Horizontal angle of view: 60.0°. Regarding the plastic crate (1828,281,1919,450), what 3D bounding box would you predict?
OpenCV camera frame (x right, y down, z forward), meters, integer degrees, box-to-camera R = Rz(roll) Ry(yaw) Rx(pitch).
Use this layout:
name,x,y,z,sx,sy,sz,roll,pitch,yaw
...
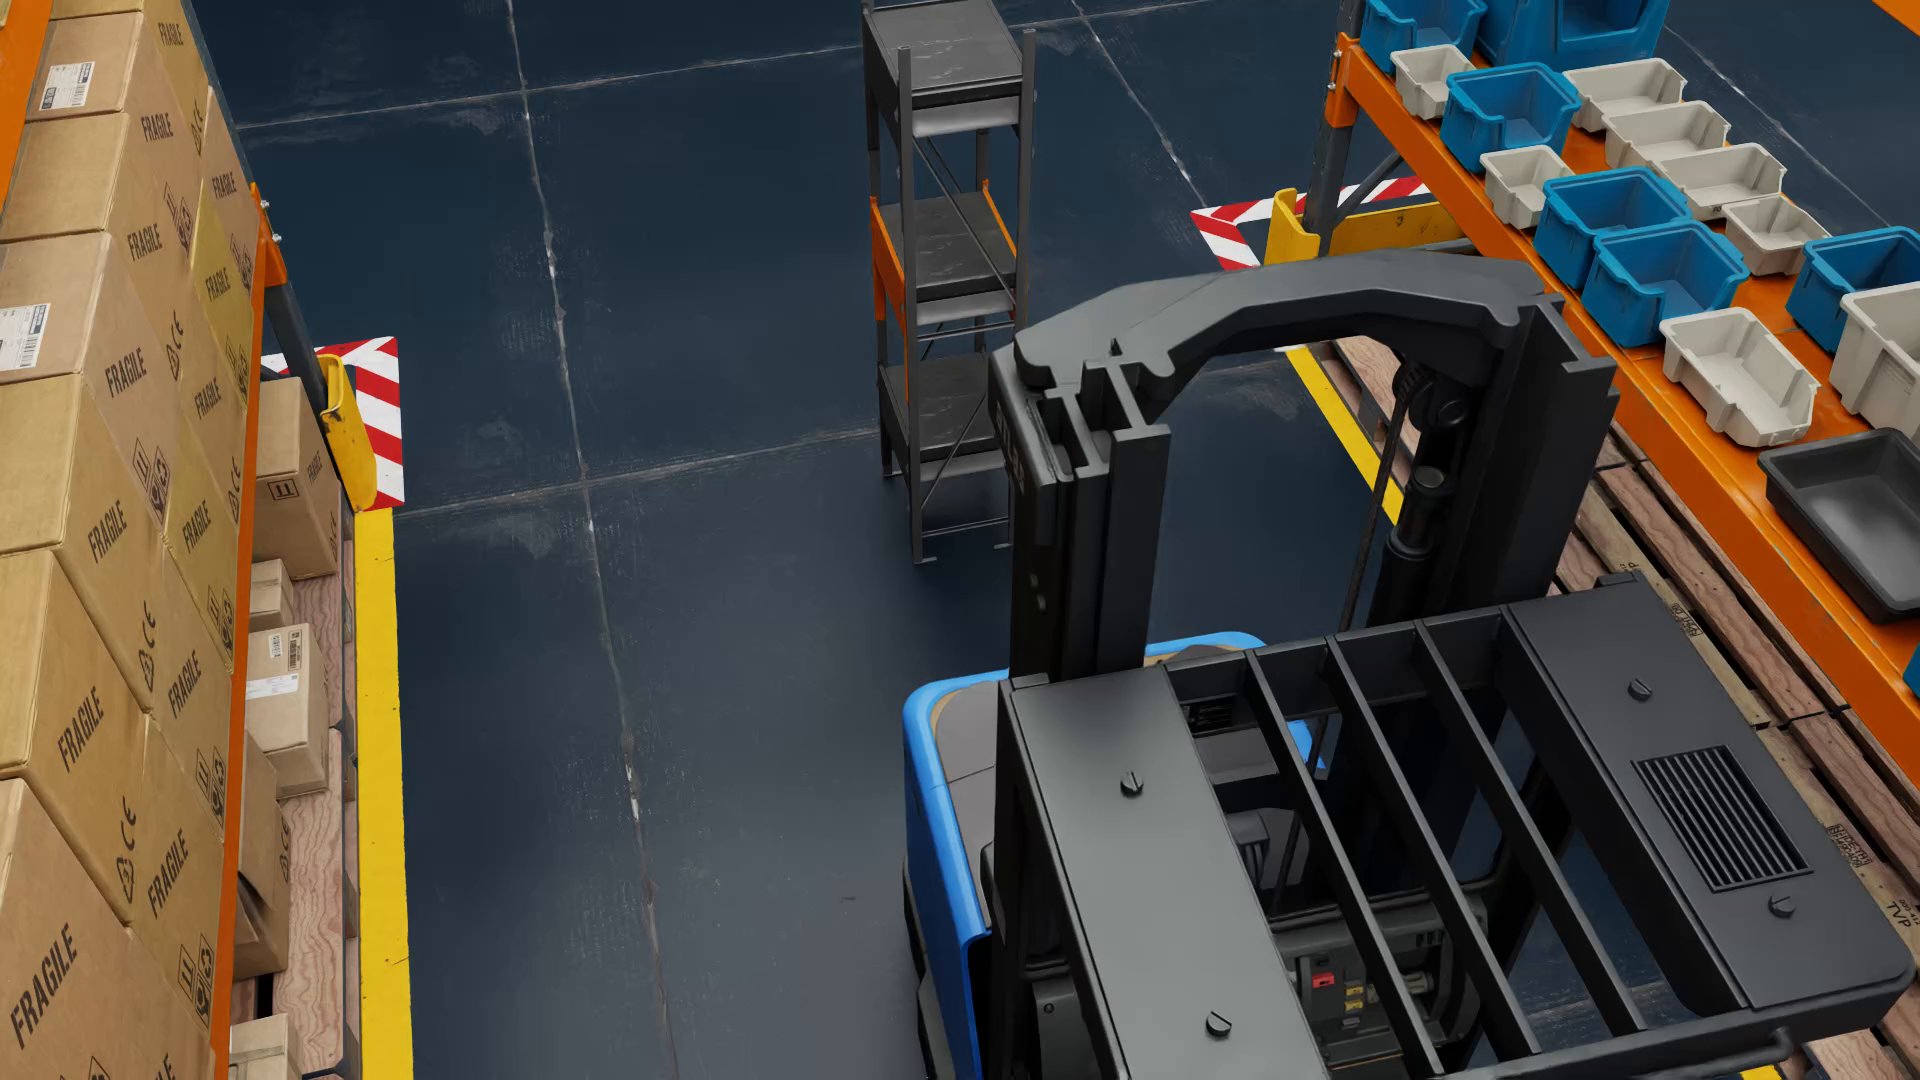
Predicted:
name,x,y,z,sx,sy,sz,roll,pitch,yaw
plastic crate,2.740,-0.444,4.626,0.437,0.282,0.530,-11,47,-10

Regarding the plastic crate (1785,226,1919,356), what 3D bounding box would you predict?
name,x,y,z,sx,sy,sz,roll,pitch,yaw
plastic crate,2.702,-0.729,4.940,0.416,0.233,0.300,-11,47,-10

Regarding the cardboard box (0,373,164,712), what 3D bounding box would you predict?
name,x,y,z,sx,sy,sz,roll,pitch,yaw
cardboard box,-1.949,0.054,3.327,0.500,0.500,0.500,-12,47,-11

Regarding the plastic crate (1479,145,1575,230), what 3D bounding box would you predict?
name,x,y,z,sx,sy,sz,roll,pitch,yaw
plastic crate,1.849,-1.131,5.401,0.250,0.136,0.298,-11,47,-10

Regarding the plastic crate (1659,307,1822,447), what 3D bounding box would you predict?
name,x,y,z,sx,sy,sz,roll,pitch,yaw
plastic crate,2.216,-0.452,4.736,0.293,0.136,0.466,-11,47,-10

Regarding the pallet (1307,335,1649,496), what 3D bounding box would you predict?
name,x,y,z,sx,sy,sz,roll,pitch,yaw
pallet,2.102,-0.586,6.676,1.003,0.211,1.213,-11,47,-10

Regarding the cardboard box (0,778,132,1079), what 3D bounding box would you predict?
name,x,y,z,sx,sy,sz,roll,pitch,yaw
cardboard box,-1.685,0.765,2.630,0.500,0.500,0.500,-10,46,-9

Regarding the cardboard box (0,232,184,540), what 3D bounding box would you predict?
name,x,y,z,sx,sy,sz,roll,pitch,yaw
cardboard box,-2.082,-0.303,3.676,0.500,0.500,0.500,-9,46,-9

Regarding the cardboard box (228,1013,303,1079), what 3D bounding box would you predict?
name,x,y,z,sx,sy,sz,roll,pitch,yaw
cardboard box,-1.966,1.440,4.415,0.380,0.166,0.250,-11,47,-10

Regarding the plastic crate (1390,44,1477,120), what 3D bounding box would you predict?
name,x,y,z,sx,sy,sz,roll,pitch,yaw
plastic crate,1.676,-1.599,5.860,0.250,0.136,0.298,-11,47,-10

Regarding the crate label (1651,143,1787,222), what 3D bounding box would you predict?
name,x,y,z,sx,sy,sz,roll,pitch,yaw
crate label,2.467,-1.146,5.416,0.396,0.136,0.243,-11,47,-10

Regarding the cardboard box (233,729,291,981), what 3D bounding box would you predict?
name,x,y,z,sx,sy,sz,roll,pitch,yaw
cardboard box,-2.323,0.950,4.658,0.797,0.503,0.637,-11,47,-10

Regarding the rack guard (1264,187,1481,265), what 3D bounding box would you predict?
name,x,y,z,sx,sy,sz,roll,pitch,yaw
rack guard,1.910,-1.277,7.152,1.175,0.500,0.348,-11,47,-10

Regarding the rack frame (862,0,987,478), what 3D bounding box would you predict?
name,x,y,z,sx,sy,sz,roll,pitch,yaw
rack frame,-0.105,-1.018,5.777,0.400,2.100,0.015,-11,47,-10

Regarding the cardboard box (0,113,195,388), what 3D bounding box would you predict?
name,x,y,z,sx,sy,sz,roll,pitch,yaw
cardboard box,-2.214,-0.657,4.024,0.500,0.500,0.500,-10,46,-9

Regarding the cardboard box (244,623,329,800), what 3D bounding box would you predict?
name,x,y,z,sx,sy,sz,roll,pitch,yaw
cardboard box,-2.269,0.565,5.213,0.500,0.250,0.500,-11,47,-10

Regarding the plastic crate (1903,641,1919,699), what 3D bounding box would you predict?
name,x,y,z,sx,sy,sz,roll,pitch,yaw
plastic crate,2.503,0.348,3.778,0.392,0.384,0.575,-11,47,-10

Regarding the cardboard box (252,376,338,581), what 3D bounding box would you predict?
name,x,y,z,sx,sy,sz,roll,pitch,yaw
cardboard box,-2.483,-0.184,5.772,0.500,0.500,0.500,-11,47,-10

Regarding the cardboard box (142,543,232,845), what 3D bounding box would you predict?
name,x,y,z,sx,sy,sz,roll,pitch,yaw
cardboard box,-1.964,0.391,3.696,0.500,0.500,0.500,-11,47,-11

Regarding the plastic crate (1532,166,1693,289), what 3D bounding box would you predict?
name,x,y,z,sx,sy,sz,roll,pitch,yaw
plastic crate,2.011,-0.961,5.166,0.416,0.233,0.300,-11,47,-10

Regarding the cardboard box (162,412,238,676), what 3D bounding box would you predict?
name,x,y,z,sx,sy,sz,roll,pitch,yaw
cardboard box,-2.095,0.040,4.040,0.500,0.500,0.500,-11,47,-11

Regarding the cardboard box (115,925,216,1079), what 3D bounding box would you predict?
name,x,y,z,sx,sy,sz,roll,pitch,yaw
cardboard box,-1.704,1.090,3.012,0.500,0.500,0.500,-10,46,-9

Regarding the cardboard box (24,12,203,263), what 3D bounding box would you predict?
name,x,y,z,sx,sy,sz,roll,pitch,yaw
cardboard box,-2.351,-1.014,4.374,0.500,0.500,0.500,-10,46,-9

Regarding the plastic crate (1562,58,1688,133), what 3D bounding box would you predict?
name,x,y,z,sx,sy,sz,roll,pitch,yaw
plastic crate,2.312,-1.537,5.798,0.396,0.136,0.243,-11,47,-10

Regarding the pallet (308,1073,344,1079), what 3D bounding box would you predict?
name,x,y,z,sx,sy,sz,roll,pitch,yaw
pallet,-2.012,2.028,4.114,1.003,0.211,1.213,-11,47,-10

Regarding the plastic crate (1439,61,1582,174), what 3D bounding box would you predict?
name,x,y,z,sx,sy,sz,roll,pitch,yaw
plastic crate,1.842,-1.415,5.612,0.416,0.233,0.300,-11,47,-10

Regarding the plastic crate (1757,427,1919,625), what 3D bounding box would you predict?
name,x,y,z,sx,sy,sz,roll,pitch,yaw
plastic crate,2.406,-0.025,4.325,0.437,0.125,0.590,-11,47,-10

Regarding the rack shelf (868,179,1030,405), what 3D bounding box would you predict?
name,x,y,z,sx,sy,sz,roll,pitch,yaw
rack shelf,-0.042,-0.840,5.622,0.431,0.518,0.480,-11,47,-10

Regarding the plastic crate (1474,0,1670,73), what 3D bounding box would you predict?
name,x,y,z,sx,sy,sz,roll,pitch,yaw
plastic crate,2.195,-1.974,6.018,0.616,0.435,0.499,-11,47,-10

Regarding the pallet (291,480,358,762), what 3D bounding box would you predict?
name,x,y,z,sx,sy,sz,roll,pitch,yaw
pallet,-2.636,0.344,5.765,1.003,0.211,1.213,-11,47,-10

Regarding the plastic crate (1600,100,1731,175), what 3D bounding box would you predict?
name,x,y,z,sx,sy,sz,roll,pitch,yaw
plastic crate,2.373,-1.334,5.600,0.396,0.136,0.243,-11,47,-10

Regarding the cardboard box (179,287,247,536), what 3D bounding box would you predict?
name,x,y,z,sx,sy,sz,roll,pitch,yaw
cardboard box,-2.224,-0.307,4.381,0.500,0.500,0.500,-10,46,-10

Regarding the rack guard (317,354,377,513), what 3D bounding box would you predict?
name,x,y,z,sx,sy,sz,roll,pitch,yaw
rack guard,-2.841,-0.308,6.201,1.175,0.500,0.348,-11,47,-10

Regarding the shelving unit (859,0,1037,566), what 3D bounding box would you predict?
name,x,y,z,sx,sy,sz,roll,pitch,yaw
shelving unit,-0.042,-0.849,5.612,0.431,2.100,0.503,-11,47,-10

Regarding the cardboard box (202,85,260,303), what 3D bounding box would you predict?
name,x,y,z,sx,sy,sz,roll,pitch,yaw
cardboard box,-2.483,-1.010,5.070,0.500,0.500,0.500,-9,46,-9

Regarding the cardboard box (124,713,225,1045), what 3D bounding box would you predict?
name,x,y,z,sx,sy,sz,roll,pitch,yaw
cardboard box,-1.838,0.737,3.357,0.500,0.500,0.500,-10,46,-10

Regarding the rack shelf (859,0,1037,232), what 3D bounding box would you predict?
name,x,y,z,sx,sy,sz,roll,pitch,yaw
rack shelf,-0.042,-1.330,5.122,0.431,0.518,0.480,-11,47,-10

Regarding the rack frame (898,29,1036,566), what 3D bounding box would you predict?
name,x,y,z,sx,sy,sz,roll,pitch,yaw
rack frame,0.020,-0.681,5.447,0.400,2.100,0.015,-11,47,-10

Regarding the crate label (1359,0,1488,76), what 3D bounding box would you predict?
name,x,y,z,sx,sy,sz,roll,pitch,yaw
crate label,1.673,-1.870,6.057,0.416,0.233,0.303,-11,47,-10

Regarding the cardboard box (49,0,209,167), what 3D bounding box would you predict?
name,x,y,z,sx,sy,sz,roll,pitch,yaw
cardboard box,-2.481,-1.363,4.715,0.500,0.500,0.500,-11,47,-11

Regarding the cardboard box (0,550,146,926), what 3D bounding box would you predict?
name,x,y,z,sx,sy,sz,roll,pitch,yaw
cardboard box,-1.818,0.409,2.979,0.500,0.500,0.500,-12,47,-12

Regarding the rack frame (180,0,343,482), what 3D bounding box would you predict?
name,x,y,z,sx,sy,sz,roll,pitch,yaw
rack frame,-2.861,-1.235,5.360,1.000,3.000,0.127,-11,47,-10

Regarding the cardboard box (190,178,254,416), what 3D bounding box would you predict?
name,x,y,z,sx,sy,sz,roll,pitch,yaw
cardboard box,-2.347,-0.653,4.720,0.500,0.500,0.500,-10,46,-10

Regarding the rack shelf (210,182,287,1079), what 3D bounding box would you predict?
name,x,y,z,sx,sy,sz,roll,pitch,yaw
rack shelf,-2.349,0.398,4.264,1.077,0.370,4.000,-11,47,-10

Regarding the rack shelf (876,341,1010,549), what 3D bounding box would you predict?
name,x,y,z,sx,sy,sz,roll,pitch,yaw
rack shelf,-0.042,-0.350,6.122,0.431,0.518,0.480,-11,47,-10

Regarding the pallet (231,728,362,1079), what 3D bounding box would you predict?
name,x,y,z,sx,sy,sz,roll,pitch,yaw
pallet,-2.327,1.185,4.941,1.003,0.211,1.213,-11,47,-10

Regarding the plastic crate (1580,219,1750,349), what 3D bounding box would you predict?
name,x,y,z,sx,sy,sz,roll,pitch,yaw
plastic crate,2.087,-0.754,4.963,0.416,0.233,0.300,-11,47,-10

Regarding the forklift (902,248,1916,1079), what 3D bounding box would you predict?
name,x,y,z,sx,sy,sz,roll,pitch,yaw
forklift,0.653,1.063,3.156,1.130,2.935,3.031,-9,46,-9

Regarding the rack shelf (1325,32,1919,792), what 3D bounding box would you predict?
name,x,y,z,sx,sy,sz,roll,pitch,yaw
rack shelf,2.441,-0.505,5.149,1.077,0.370,4.000,-11,47,-10

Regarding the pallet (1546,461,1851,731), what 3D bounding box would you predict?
name,x,y,z,sx,sy,sz,roll,pitch,yaw
pallet,2.411,0.255,5.852,1.003,0.211,1.213,-11,47,-10

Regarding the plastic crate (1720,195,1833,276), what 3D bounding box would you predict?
name,x,y,z,sx,sy,sz,roll,pitch,yaw
plastic crate,2.561,-0.945,5.219,0.298,0.136,0.250,-11,47,-10

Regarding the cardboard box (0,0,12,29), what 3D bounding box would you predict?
name,x,y,z,sx,sy,sz,roll,pitch,yaw
cardboard box,-2.216,-1.236,3.366,0.500,0.250,0.500,-11,47,-10

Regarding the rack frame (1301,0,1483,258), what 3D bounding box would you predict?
name,x,y,z,sx,sy,sz,roll,pitch,yaw
rack frame,1.929,-2.138,6.245,1.000,3.000,0.127,-11,47,-10

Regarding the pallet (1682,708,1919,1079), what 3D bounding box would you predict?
name,x,y,z,sx,sy,sz,roll,pitch,yaw
pallet,2.727,1.099,5.025,1.003,0.211,1.213,-11,47,-10

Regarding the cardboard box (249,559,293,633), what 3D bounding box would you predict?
name,x,y,z,sx,sy,sz,roll,pitch,yaw
cardboard box,-2.467,0.229,5.601,0.380,0.166,0.250,-11,47,-10
